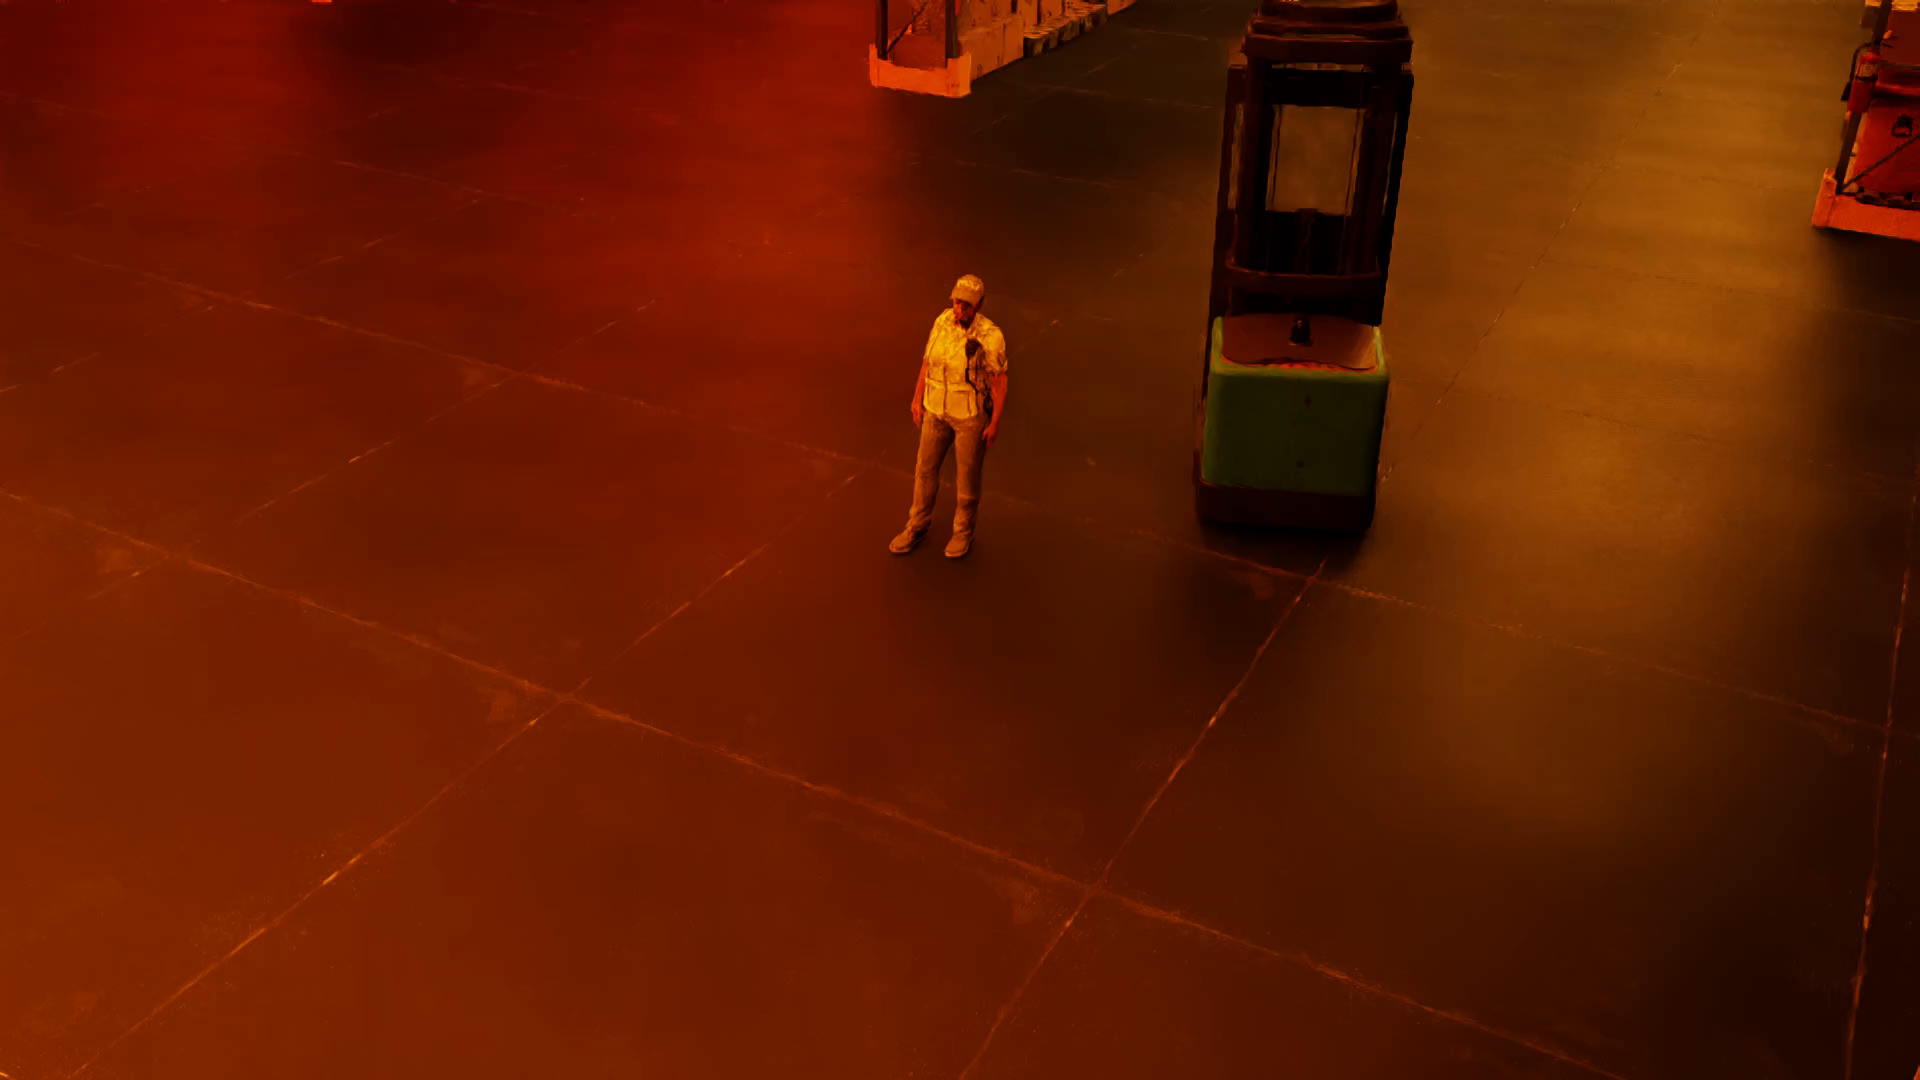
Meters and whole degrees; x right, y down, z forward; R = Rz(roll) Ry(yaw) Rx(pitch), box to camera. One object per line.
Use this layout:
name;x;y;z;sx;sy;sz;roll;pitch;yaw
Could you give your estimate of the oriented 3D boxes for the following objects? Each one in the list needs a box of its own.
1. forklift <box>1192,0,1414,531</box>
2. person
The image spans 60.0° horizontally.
forklift;2.180;-2.038;10.603;1.130;2.935;3.031;4;30;8
person;-0.057;-0.700;9.534;0.598;1.669;0.529;15;33;25
